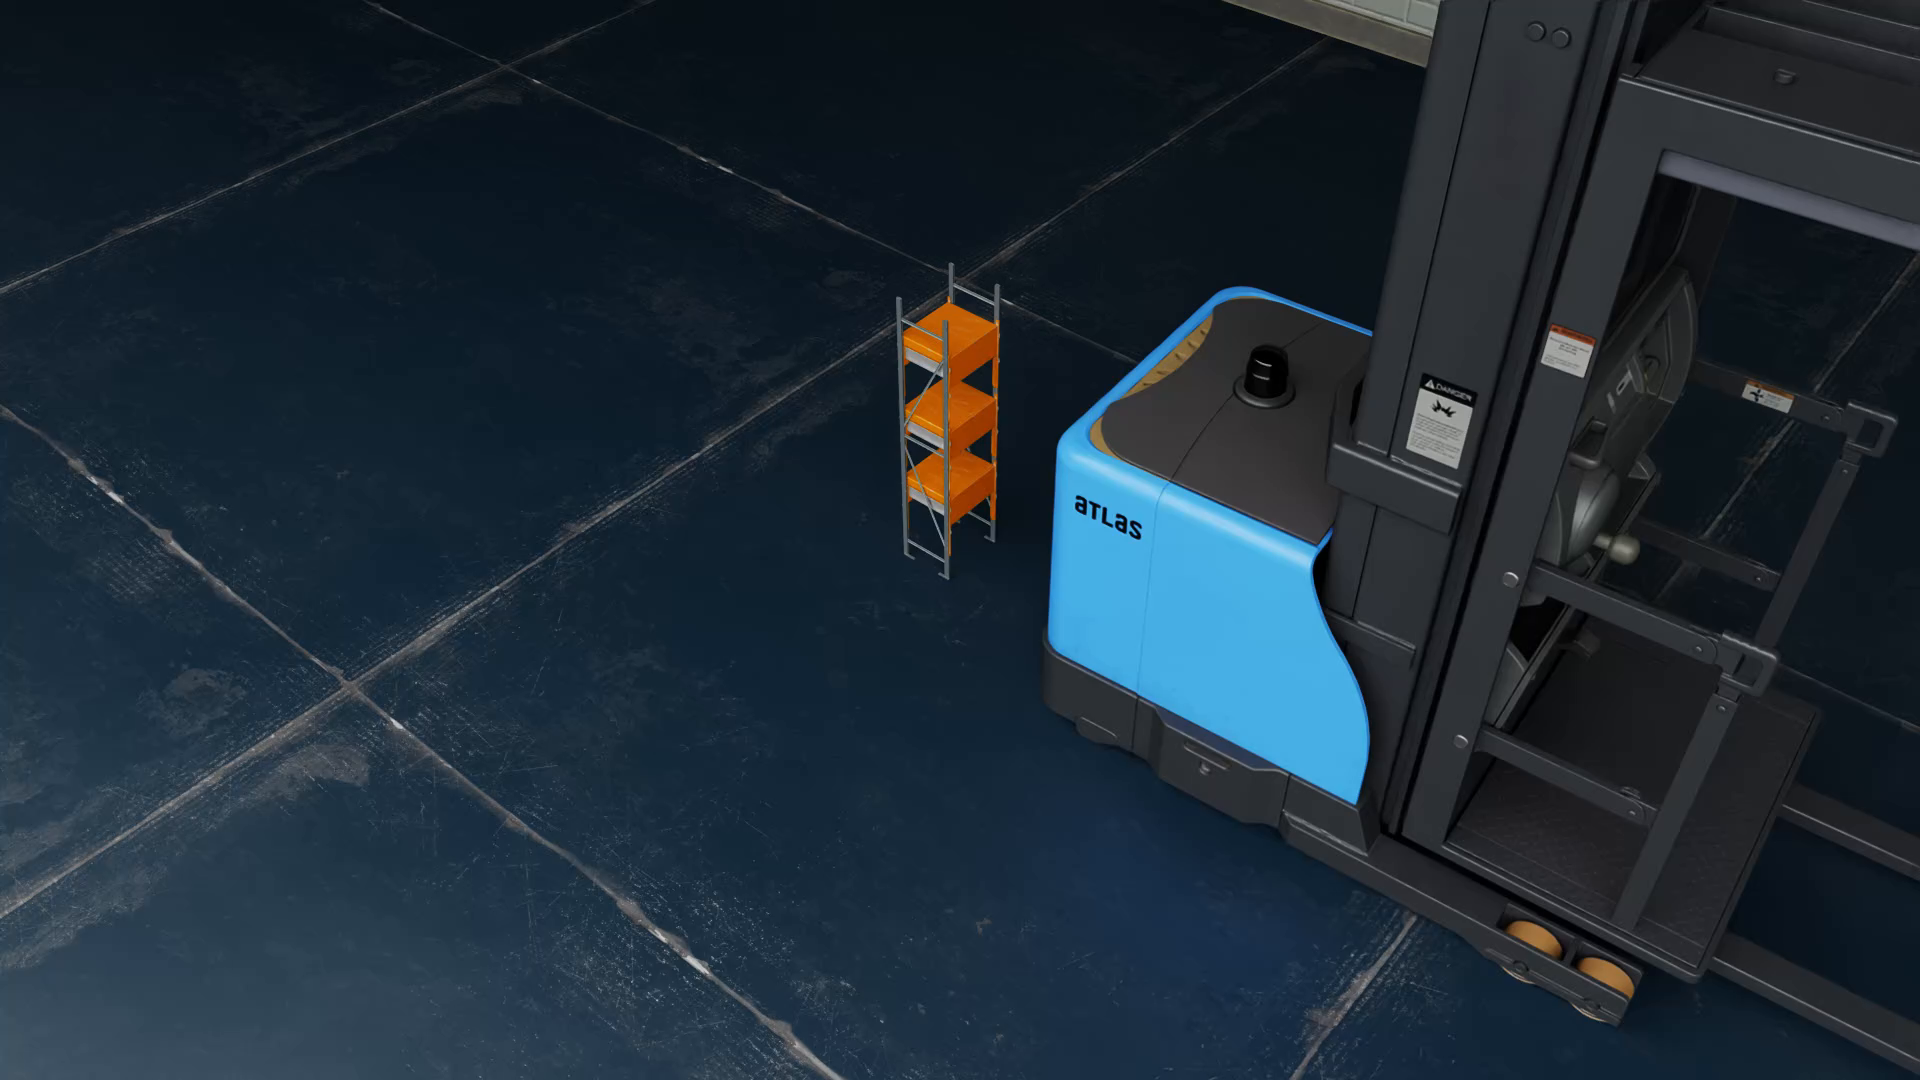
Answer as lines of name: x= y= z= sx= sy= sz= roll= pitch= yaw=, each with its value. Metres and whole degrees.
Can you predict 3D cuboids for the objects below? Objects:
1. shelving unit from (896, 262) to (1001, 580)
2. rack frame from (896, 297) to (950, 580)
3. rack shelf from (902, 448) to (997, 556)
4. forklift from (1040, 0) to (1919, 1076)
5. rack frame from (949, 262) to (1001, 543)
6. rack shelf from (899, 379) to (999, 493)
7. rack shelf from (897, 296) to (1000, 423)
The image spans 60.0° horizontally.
shelving unit: x=-0.034 y=-0.361 z=5.367 sx=0.215 sy=1.050 sz=0.252 roll=29 pitch=50 yaw=28
rack frame: x=-0.113 y=-0.298 z=5.297 sx=0.200 sy=1.050 sz=0.008 roll=29 pitch=50 yaw=28
rack shelf: x=-0.034 y=-0.147 z=5.561 sx=0.215 sy=0.259 sz=0.240 roll=29 pitch=50 yaw=28
forklift: x=1.737 y=-0.235 z=3.830 sx=3.031 sy=2.935 sz=1.130 roll=26 pitch=48 yaw=26
rack frame: x=0.044 y=-0.424 z=5.436 sx=0.200 sy=1.050 sz=0.008 roll=29 pitch=50 yaw=28
rack shelf: x=-0.034 y=-0.353 z=5.374 sx=0.215 sy=0.259 sz=0.240 roll=29 pitch=50 yaw=28
rack shelf: x=-0.034 y=-0.563 z=5.183 sx=0.215 sy=0.259 sz=0.240 roll=29 pitch=50 yaw=28
